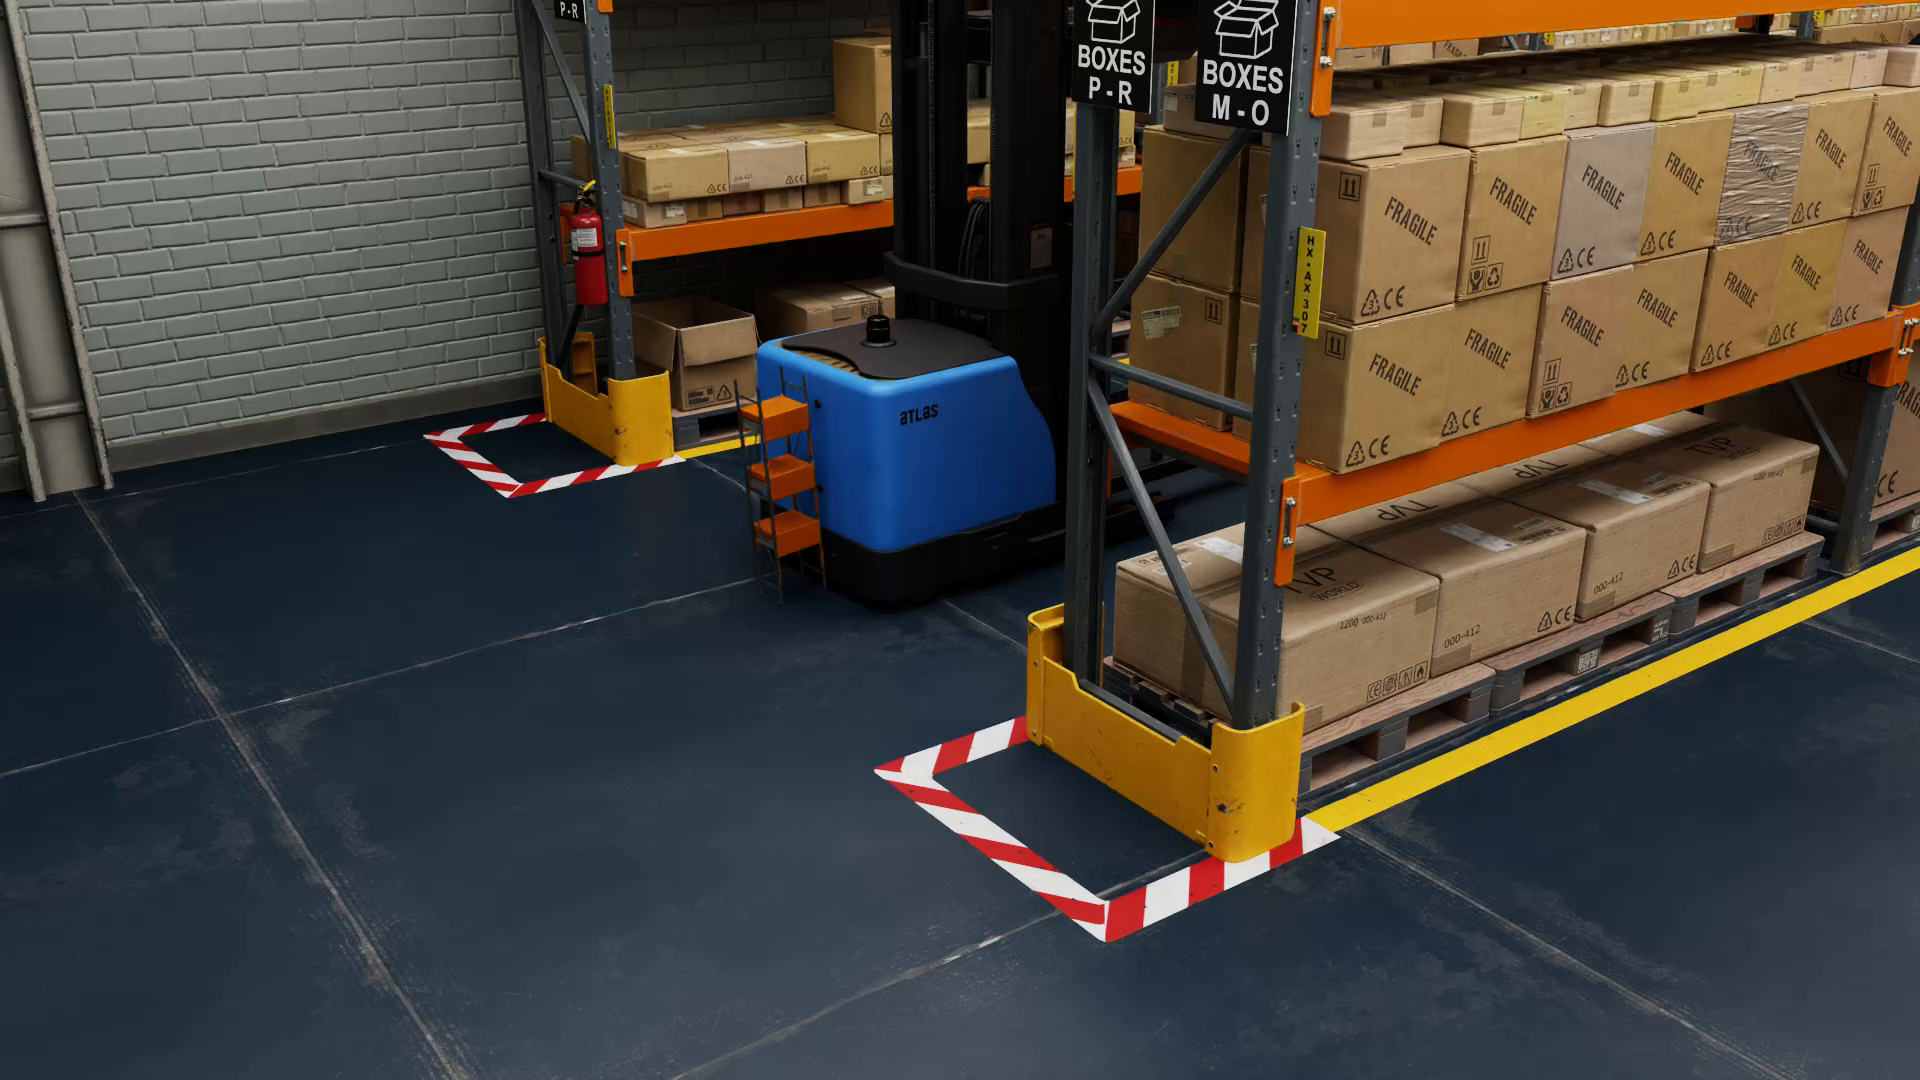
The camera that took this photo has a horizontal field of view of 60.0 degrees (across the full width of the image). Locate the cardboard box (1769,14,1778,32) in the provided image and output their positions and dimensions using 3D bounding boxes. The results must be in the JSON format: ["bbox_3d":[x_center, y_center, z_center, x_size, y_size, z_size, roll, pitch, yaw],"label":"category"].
[{"bbox_3d":[7.225,-4.740,15.218,0.250,0.149,0.380,-15,26,-34],"label":"cardboard box"}]

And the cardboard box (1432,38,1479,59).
[{"bbox_3d":[3.815,-3.906,13.435,0.500,0.500,0.500,-14,25,-30],"label":"cardboard box"}]

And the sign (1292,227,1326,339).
[{"bbox_3d":[1.052,-0.775,5.017,0.005,0.325,0.100,-15,26,-33],"label":"sign"}]

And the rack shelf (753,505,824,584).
[{"bbox_3d":[-0.798,0.019,7.688,0.240,0.259,0.215,-21,30,-34],"label":"rack shelf"}]

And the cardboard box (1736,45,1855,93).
[{"bbox_3d":[3.430,-1.945,6.863,0.250,0.149,0.380,-15,26,-33],"label":"cardboard box"}]

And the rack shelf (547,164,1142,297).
[{"bbox_3d":[-0.546,-2.096,10.572,4.000,0.370,1.077,-15,26,-33],"label":"rack shelf"}]

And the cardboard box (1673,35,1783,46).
[{"bbox_3d":[3.373,-2.132,7.332,0.250,0.149,0.380,-14,26,-32],"label":"cardboard box"}]

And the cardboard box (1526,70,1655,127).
[{"bbox_3d":[2.244,-1.587,5.966,0.250,0.149,0.380,-15,26,-32],"label":"cardboard box"}]

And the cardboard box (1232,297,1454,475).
[{"bbox_3d":[1.290,-0.568,5.639,0.500,0.500,0.500,-15,26,-33],"label":"cardboard box"}]

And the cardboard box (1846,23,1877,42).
[{"bbox_3d":[8.497,-4.776,16.183,0.500,0.500,0.500,-14,26,-32],"label":"cardboard box"}]

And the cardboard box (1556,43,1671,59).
[{"bbox_3d":[2.720,-1.980,6.951,0.250,0.149,0.380,-16,27,-34],"label":"cardboard box"}]

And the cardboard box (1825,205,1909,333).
[{"bbox_3d":[3.752,-1.239,7.320,0.500,0.500,0.500,-15,26,-32],"label":"cardboard box"}]

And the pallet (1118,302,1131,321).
[{"bbox_3d":[1.716,-1.755,12.510,1.213,0.211,1.003,-15,26,-33],"label":"pallet"}]

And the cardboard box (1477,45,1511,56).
[{"bbox_3d":[4.527,-4.072,14.081,0.500,0.250,0.500,-14,26,-32],"label":"cardboard box"}]

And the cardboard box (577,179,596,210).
[{"bbox_3d":[-2.057,-2.033,9.782,0.250,0.149,0.380,-15,26,-33],"label":"cardboard box"}]

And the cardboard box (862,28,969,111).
[{"bbox_3d":[-0.287,-3.037,10.750,0.500,0.500,0.500,-16,27,-34],"label":"cardboard box"}]

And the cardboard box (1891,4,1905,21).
[{"bbox_3d":[9.040,-5.200,16.371,0.250,0.149,0.380,-16,27,-35],"label":"cardboard box"}]

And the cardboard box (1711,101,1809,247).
[{"bbox_3d":[2.933,-1.476,6.563,0.500,0.500,0.500,-15,26,-32],"label":"cardboard box"}]

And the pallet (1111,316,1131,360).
[{"bbox_3d":[0.519,-1.419,11.668,1.213,0.211,1.003,-15,26,-33],"label":"pallet"}]

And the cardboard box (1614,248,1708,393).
[{"bbox_3d":[2.504,-0.904,6.481,0.500,0.500,0.500,-14,26,-31],"label":"cardboard box"}]

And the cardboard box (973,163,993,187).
[{"bbox_3d":[0.151,-2.362,10.608,0.250,0.149,0.380,-15,26,-34],"label":"cardboard box"}]

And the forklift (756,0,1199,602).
[{"bbox_3d":[0.480,-1.510,8.225,3.031,2.935,1.130,-17,27,-37],"label":"forklift"}]

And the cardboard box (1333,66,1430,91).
[{"bbox_3d":[1.488,-1.640,6.100,0.250,0.149,0.380,-14,26,-32],"label":"cardboard box"}]

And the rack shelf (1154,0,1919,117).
[{"bbox_3d":[2.356,-1.996,6.276,4.000,0.370,1.077,-15,26,-33],"label":"rack shelf"}]

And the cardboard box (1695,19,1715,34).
[{"bbox_3d":[6.404,-4.516,14.656,0.250,0.149,0.380,-15,26,-32],"label":"cardboard box"}]

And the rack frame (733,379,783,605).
[{"bbox_3d":[-0.908,-0.207,7.501,0.008,1.050,0.200,-21,30,-34],"label":"rack frame"}]

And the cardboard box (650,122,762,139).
[{"bbox_3d":[-1.532,-2.356,10.055,0.500,0.250,0.500,-15,26,-33],"label":"cardboard box"}]

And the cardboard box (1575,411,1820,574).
[{"bbox_3d":[3.407,-0.272,7.920,0.875,0.438,0.875,-15,26,-34],"label":"cardboard box"}]

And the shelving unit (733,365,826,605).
[{"bbox_3d":[-0.814,-0.244,7.570,0.252,1.050,0.215,-21,30,-34],"label":"shelving unit"}]

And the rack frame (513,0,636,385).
[{"bbox_3d":[-2.169,-1.997,9.354,0.127,3.000,1.000,-15,26,-33],"label":"rack frame"}]

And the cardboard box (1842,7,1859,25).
[{"bbox_3d":[8.388,-5.053,16.003,0.250,0.149,0.380,-15,26,-33],"label":"cardboard box"}]

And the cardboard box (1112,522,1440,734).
[{"bbox_3d":[1.210,0.318,6.444,0.875,0.438,0.875,-16,27,-35],"label":"cardboard box"}]

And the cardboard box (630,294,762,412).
[{"bbox_3d":[-1.618,-1.136,9.999,0.637,0.503,0.797,-16,27,-35],"label":"cardboard box"}]

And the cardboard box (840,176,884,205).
[{"bbox_3d":[-0.668,-2.133,10.033,0.250,0.149,0.380,-16,27,-34],"label":"cardboard box"}]

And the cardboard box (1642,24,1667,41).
[{"bbox_3d":[5.797,-4.339,14.213,0.250,0.149,0.380,-14,26,-32],"label":"cardboard box"}]

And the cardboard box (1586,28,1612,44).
[{"bbox_3d":[5.165,-4.178,13.810,0.250,0.149,0.380,-14,26,-31],"label":"cardboard box"}]

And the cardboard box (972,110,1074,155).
[{"bbox_3d":[0.409,-2.635,10.753,0.500,0.250,0.500,-15,26,-33],"label":"cardboard box"}]

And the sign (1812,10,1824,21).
[{"bbox_3d":[7.896,-4.934,15.259,0.005,0.325,0.100,-15,26,-33],"label":"sign"}]

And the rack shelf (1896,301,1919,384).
[{"bbox_3d":[5.603,-1.469,9.001,4.000,0.370,1.077,-15,26,-33],"label":"rack shelf"}]

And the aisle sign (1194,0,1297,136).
[{"bbox_3d":[0.843,-1.609,4.874,0.004,0.787,0.394,-15,26,-33],"label":"aisle sign"}]

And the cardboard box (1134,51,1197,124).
[{"bbox_3d":[1.601,-3.142,11.521,0.500,0.500,0.700,-14,26,-32],"label":"cardboard box"}]

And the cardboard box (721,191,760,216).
[{"bbox_3d":[-1.370,-2.005,9.713,0.250,0.149,0.380,-15,26,-34],"label":"cardboard box"}]

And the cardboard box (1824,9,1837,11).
[{"bbox_3d":[8.003,-5.060,15.618,0.250,0.149,0.380,-14,26,-32],"label":"cardboard box"}]

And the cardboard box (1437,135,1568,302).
[{"bbox_3d":[1.704,-1.147,5.741,0.500,0.500,0.500,-16,27,-34],"label":"cardboard box"}]

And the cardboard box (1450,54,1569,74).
[{"bbox_3d":[2.135,-1.798,6.497,0.250,0.149,0.380,-14,26,-31],"label":"cardboard box"}]

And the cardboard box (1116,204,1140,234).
[{"bbox_3d":[1.208,-2.365,12.206,0.250,0.149,0.380,-16,27,-35],"label":"cardboard box"}]

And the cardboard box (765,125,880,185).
[{"bbox_3d":[-0.825,-2.303,9.920,0.500,0.250,0.500,-16,26,-34],"label":"cardboard box"}]

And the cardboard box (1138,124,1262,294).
[{"bbox_3d":[0.985,-1.191,5.850,0.500,0.500,0.500,-14,26,-31],"label":"cardboard box"}]

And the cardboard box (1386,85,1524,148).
[{"bbox_3d":[1.631,-1.410,5.523,0.250,0.149,0.380,-14,26,-31],"label":"cardboard box"}]

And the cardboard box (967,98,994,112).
[{"bbox_3d":[0.115,-2.795,11.154,0.500,0.250,0.500,-15,26,-33],"label":"cardboard box"}]

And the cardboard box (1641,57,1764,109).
[{"bbox_3d":[2.841,-1.762,6.406,0.250,0.149,0.380,-16,27,-34],"label":"cardboard box"}]

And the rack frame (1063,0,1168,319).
[{"bbox_3d":[1.078,-2.863,11.523,0.127,3.000,1.000,-15,26,-33],"label":"rack frame"}]

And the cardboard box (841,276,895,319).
[{"bbox_3d":[-0.413,-1.393,10.645,0.500,0.500,0.500,-14,26,-32],"label":"cardboard box"}]

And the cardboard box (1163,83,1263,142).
[{"bbox_3d":[0.907,-1.455,5.635,0.250,0.149,0.380,-15,26,-32],"label":"cardboard box"}]

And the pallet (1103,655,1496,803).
[{"bbox_3d":[1.336,0.594,6.623,1.213,0.211,1.003,-15,26,-33],"label":"pallet"}]
